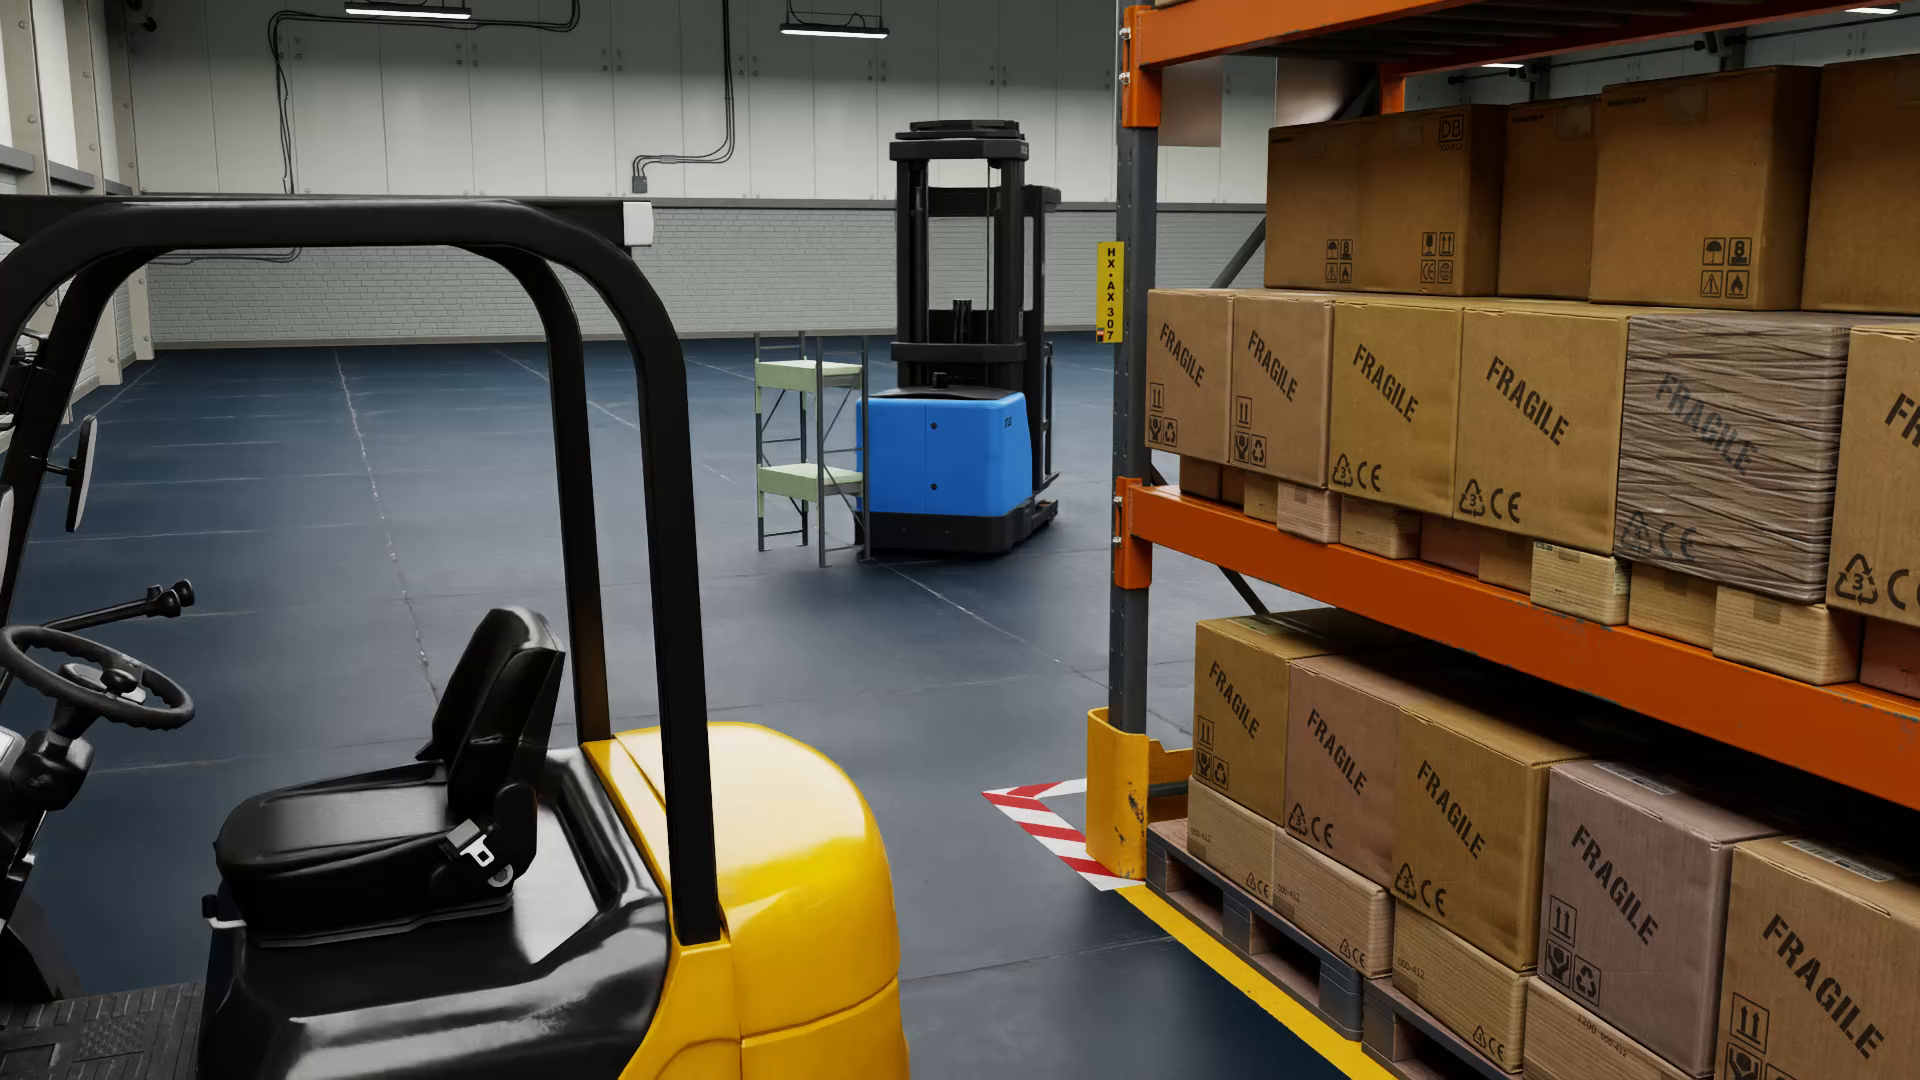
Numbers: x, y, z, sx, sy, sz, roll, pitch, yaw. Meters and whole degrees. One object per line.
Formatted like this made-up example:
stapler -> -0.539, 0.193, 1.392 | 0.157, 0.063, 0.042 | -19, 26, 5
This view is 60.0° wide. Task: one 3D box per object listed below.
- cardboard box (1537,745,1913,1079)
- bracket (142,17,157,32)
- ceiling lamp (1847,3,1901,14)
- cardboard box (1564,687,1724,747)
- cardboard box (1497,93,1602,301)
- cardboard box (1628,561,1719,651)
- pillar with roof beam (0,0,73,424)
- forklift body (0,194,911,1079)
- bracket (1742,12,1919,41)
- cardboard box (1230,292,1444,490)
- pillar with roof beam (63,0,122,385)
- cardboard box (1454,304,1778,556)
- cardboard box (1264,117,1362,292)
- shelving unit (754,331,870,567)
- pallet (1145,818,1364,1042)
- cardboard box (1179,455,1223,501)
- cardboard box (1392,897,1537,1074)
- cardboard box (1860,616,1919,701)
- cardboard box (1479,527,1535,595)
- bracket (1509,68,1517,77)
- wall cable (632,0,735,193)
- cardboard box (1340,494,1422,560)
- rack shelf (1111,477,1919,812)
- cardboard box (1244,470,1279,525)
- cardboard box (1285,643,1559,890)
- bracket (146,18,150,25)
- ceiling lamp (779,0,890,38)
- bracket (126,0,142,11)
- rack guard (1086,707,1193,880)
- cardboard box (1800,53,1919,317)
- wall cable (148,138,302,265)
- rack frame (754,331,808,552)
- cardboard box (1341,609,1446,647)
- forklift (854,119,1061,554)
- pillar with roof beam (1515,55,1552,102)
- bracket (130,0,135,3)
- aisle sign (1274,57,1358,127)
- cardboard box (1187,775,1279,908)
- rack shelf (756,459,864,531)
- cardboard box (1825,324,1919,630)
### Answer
cardboard box -> 1.612, 0.768, 3.550 | 0.500, 0.500, 0.500 | -3, 11, -18
bracket -> -15.763, -10.031, 32.337 | 0.235, 0.232, 0.430 | -4, 11, -21
ceiling lamp -> 14.353, -10.222, 27.022 | 2.000, 3.185, 0.800 | -4, 11, -21
cardboard box -> 1.901, 0.642, 4.254 | 0.500, 0.500, 0.500 | -4, 11, -22
cardboard box -> 1.845, -0.876, 4.290 | 0.700, 0.500, 0.500 | -4, 11, -22
cardboard box -> 1.612, 0.117, 3.416 | 0.380, 0.149, 0.250 | -4, 11, -22
pillar with roof beam -> -6.724, -6.096, 20.494 | 9.100, 9.000, 0.400 | -4, 11, -21
forklift body -> -1.238, 0.510, 2.912 | 2.313, 2.155, 1.214 | -4, 11, -21
bracket -> 17.202, -10.062, 32.516 | 0.076, 0.066, 4.783 | -4, 11, -21
cardboard box -> 1.103, -0.434, 4.659 | 0.500, 0.500, 0.500 | -4, 11, -19
pillar with roof beam -> -8.898, -7.075, 26.000 | 9.100, 9.000, 0.548 | -4, 11, -21
cardboard box -> 1.481, -0.268, 3.728 | 0.500, 0.500, 0.500 | -4, 11, -22
cardboard box -> 1.388, -1.036, 5.188 | 0.700, 0.500, 0.500 | -4, 11, -22
shelving unit -> -0.998, -0.632, 11.190 | 0.431, 1.500, 0.755 | -8, 13, -39
pallet -> 1.288, 1.103, 5.118 | 1.003, 0.211, 1.213 | -4, 11, -21
cardboard box -> 0.929, -0.225, 5.338 | 0.380, 0.149, 0.250 | -4, 11, -21
cardboard box -> 1.421, 1.051, 4.099 | 0.500, 0.250, 0.500 | -3, 11, -17
cardboard box -> 1.852, 0.197, 2.966 | 0.380, 0.149, 0.250 | -4, 11, -22
cardboard box -> 1.449, 0.032, 3.891 | 0.380, 0.149, 0.250 | -4, 11, -22
bracket -> 13.793, -11.598, 41.147 | 0.235, 0.232, 0.430 | -4, 11, -21
wall cable -> -6.066, -10.620, 36.220 | 2.305, 6.003, 0.169 | -4, 11, -21
cardboard box -> 1.229, -0.052, 4.364 | 0.380, 0.149, 0.250 | -4, 11, -19
rack shelf -> 1.724, 0.263, 3.929 | 1.077, 0.370, 4.000 | -4, 11, -21
cardboard box -> 1.055, -0.136, 4.839 | 0.380, 0.149, 0.250 | -4, 11, -23
cardboard box -> 1.237, 0.599, 4.501 | 0.500, 0.500, 0.500 | -4, 11, -23
bracket -> -15.549, -9.934, 31.795 | 0.076, 0.066, 3.189 | -4, 11, -21
ceiling lamp -> -2.370, -10.795, 30.244 | 2.000, 3.185, 0.800 | -4, 11, -21
bracket -> -14.603, -9.508, 29.401 | 0.235, 0.232, 0.430 | -4, 11, -21
rack guard -> 1.027, 0.826, 5.851 | 1.175, 0.500, 0.348 | -4, 11, -21
cardboard box -> 2.170, -0.706, 3.337 | 0.700, 0.500, 0.500 | -4, 11, -22
wall cable -> -14.920, -6.817, 33.417 | 3.097, 2.526, 0.112 | -4, 11, -21
rack frame -> -1.231, -0.681, 11.468 | 0.400, 1.500, 0.023 | -8, 13, -39
cardboard box -> 1.533, 0.475, 5.198 | 0.500, 0.500, 0.500 | -4, 11, -21
forklift -> 0.129, -1.564, 12.344 | 1.130, 2.935, 3.031 | 2, 10, 14
pillar with roof beam -> 10.262, -9.507, 39.673 | 9.100, 9.000, 0.548 | -4, 11, -21
bracket -> -13.670, -9.088, 27.036 | 0.076, 0.066, 4.783 | -4, 11, -21
aisle sign -> 1.247, -1.726, 5.634 | 0.394, 0.787, 0.004 | -4, 11, -21
cardboard box -> 1.034, 0.879, 5.067 | 0.500, 0.250, 0.500 | -4, 11, -21
rack shelf -> -0.998, -0.311, 11.247 | 0.431, 0.370, 0.720 | -8, 13, -39
cardboard box -> 1.863, -0.100, 2.785 | 0.500, 0.500, 0.500 | -4, 11, -19
